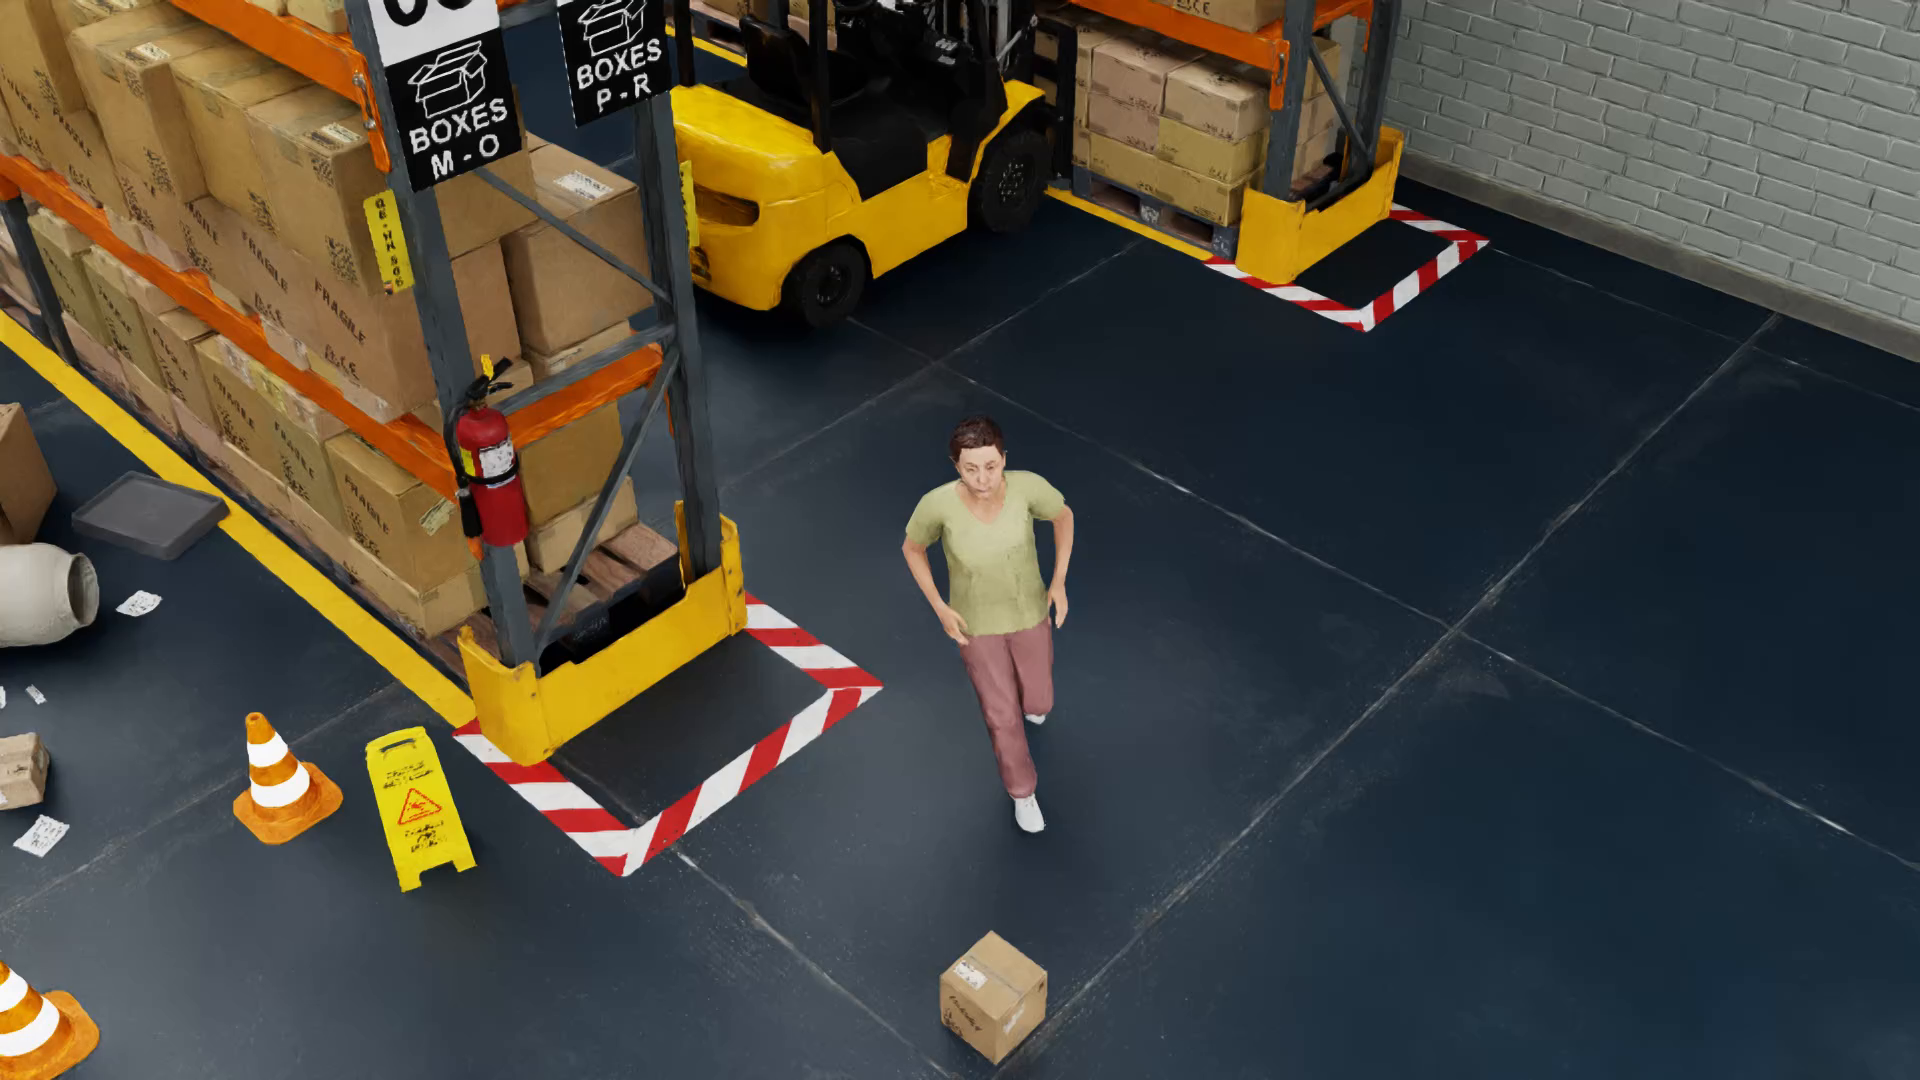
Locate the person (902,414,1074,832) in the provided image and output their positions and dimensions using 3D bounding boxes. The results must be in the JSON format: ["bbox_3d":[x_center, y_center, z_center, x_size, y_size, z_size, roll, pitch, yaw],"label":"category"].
[{"bbox_3d":[0.108,0.255,5.858,0.600,1.644,0.712,-5,40,-6],"label":"person"}]
